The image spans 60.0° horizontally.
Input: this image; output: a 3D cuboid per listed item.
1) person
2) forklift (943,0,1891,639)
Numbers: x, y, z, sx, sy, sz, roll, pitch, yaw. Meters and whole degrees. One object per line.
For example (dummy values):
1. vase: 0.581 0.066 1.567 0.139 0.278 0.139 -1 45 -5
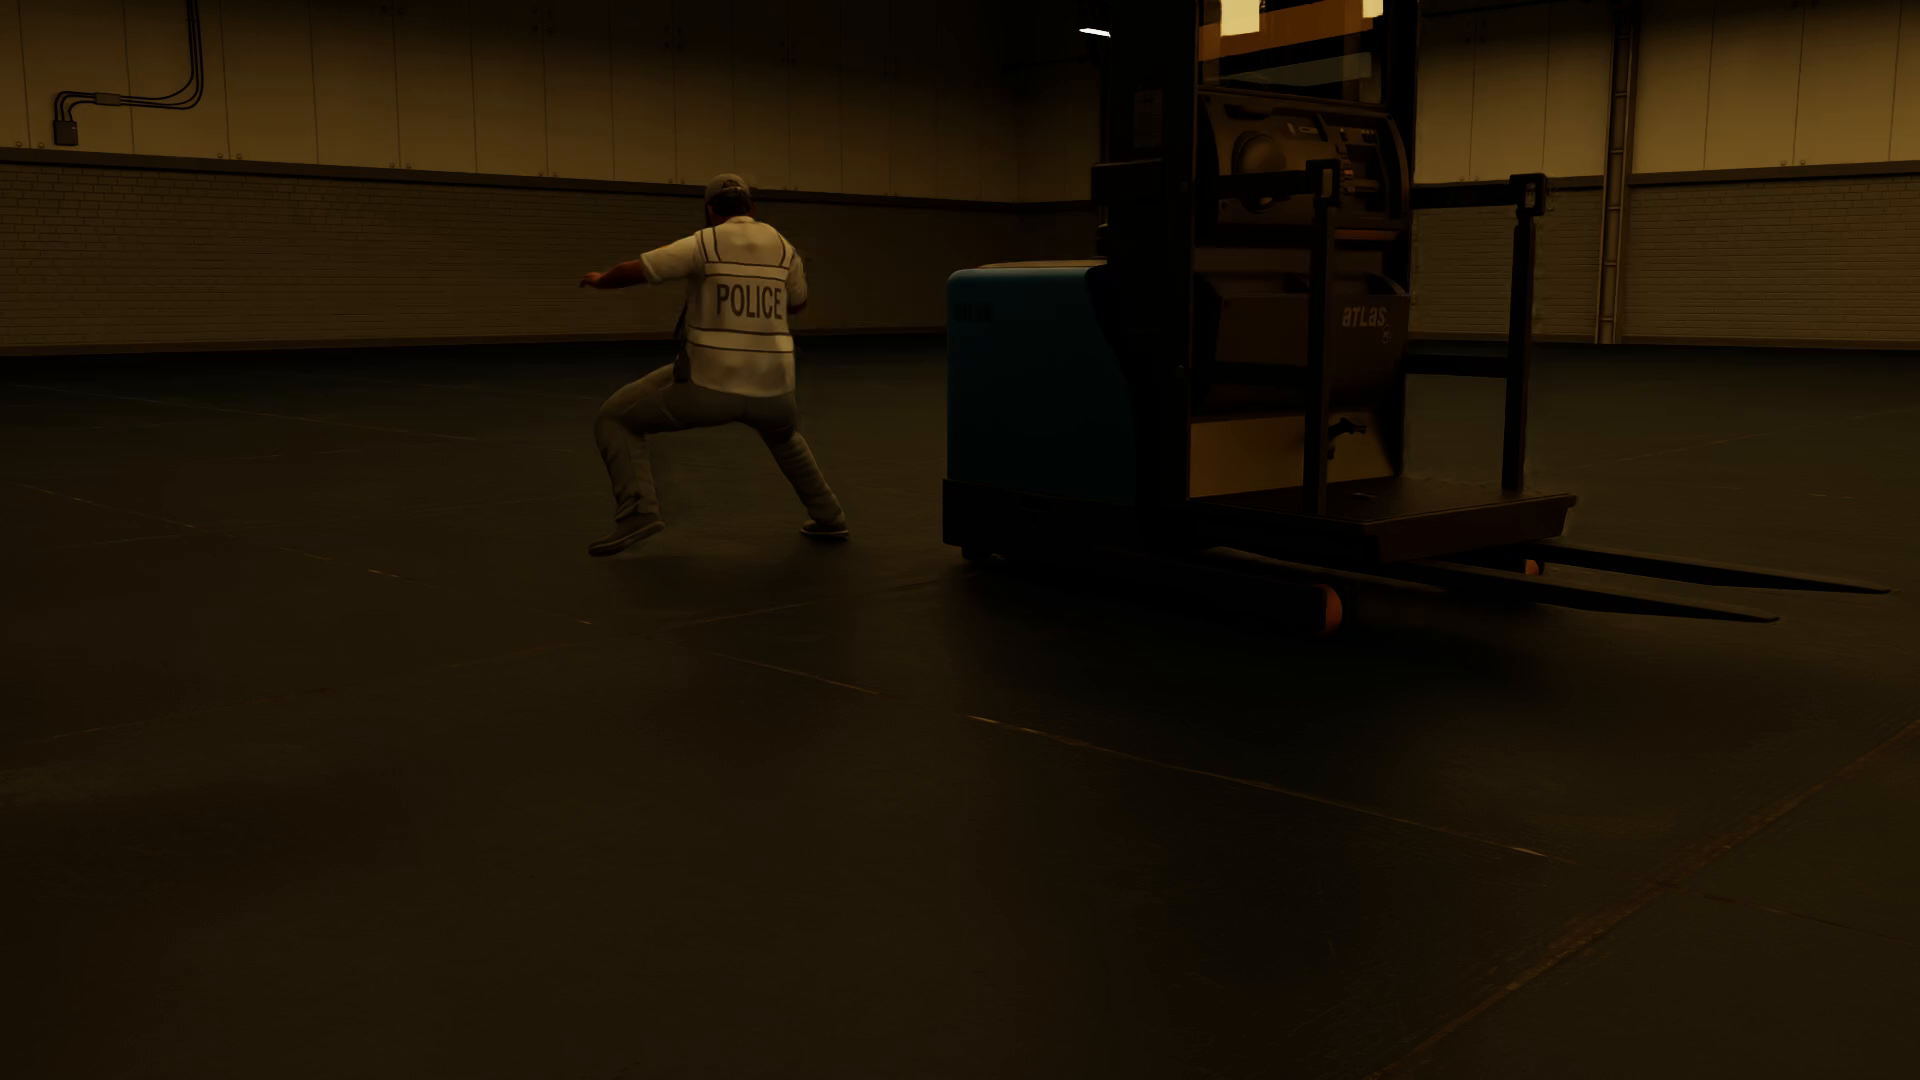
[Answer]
1. person: -0.918 -0.668 6.353 1.092 1.428 0.701 -4 10 -27
2. forklift: 1.244 -1.246 5.146 1.130 2.935 3.031 -7 11 -38
